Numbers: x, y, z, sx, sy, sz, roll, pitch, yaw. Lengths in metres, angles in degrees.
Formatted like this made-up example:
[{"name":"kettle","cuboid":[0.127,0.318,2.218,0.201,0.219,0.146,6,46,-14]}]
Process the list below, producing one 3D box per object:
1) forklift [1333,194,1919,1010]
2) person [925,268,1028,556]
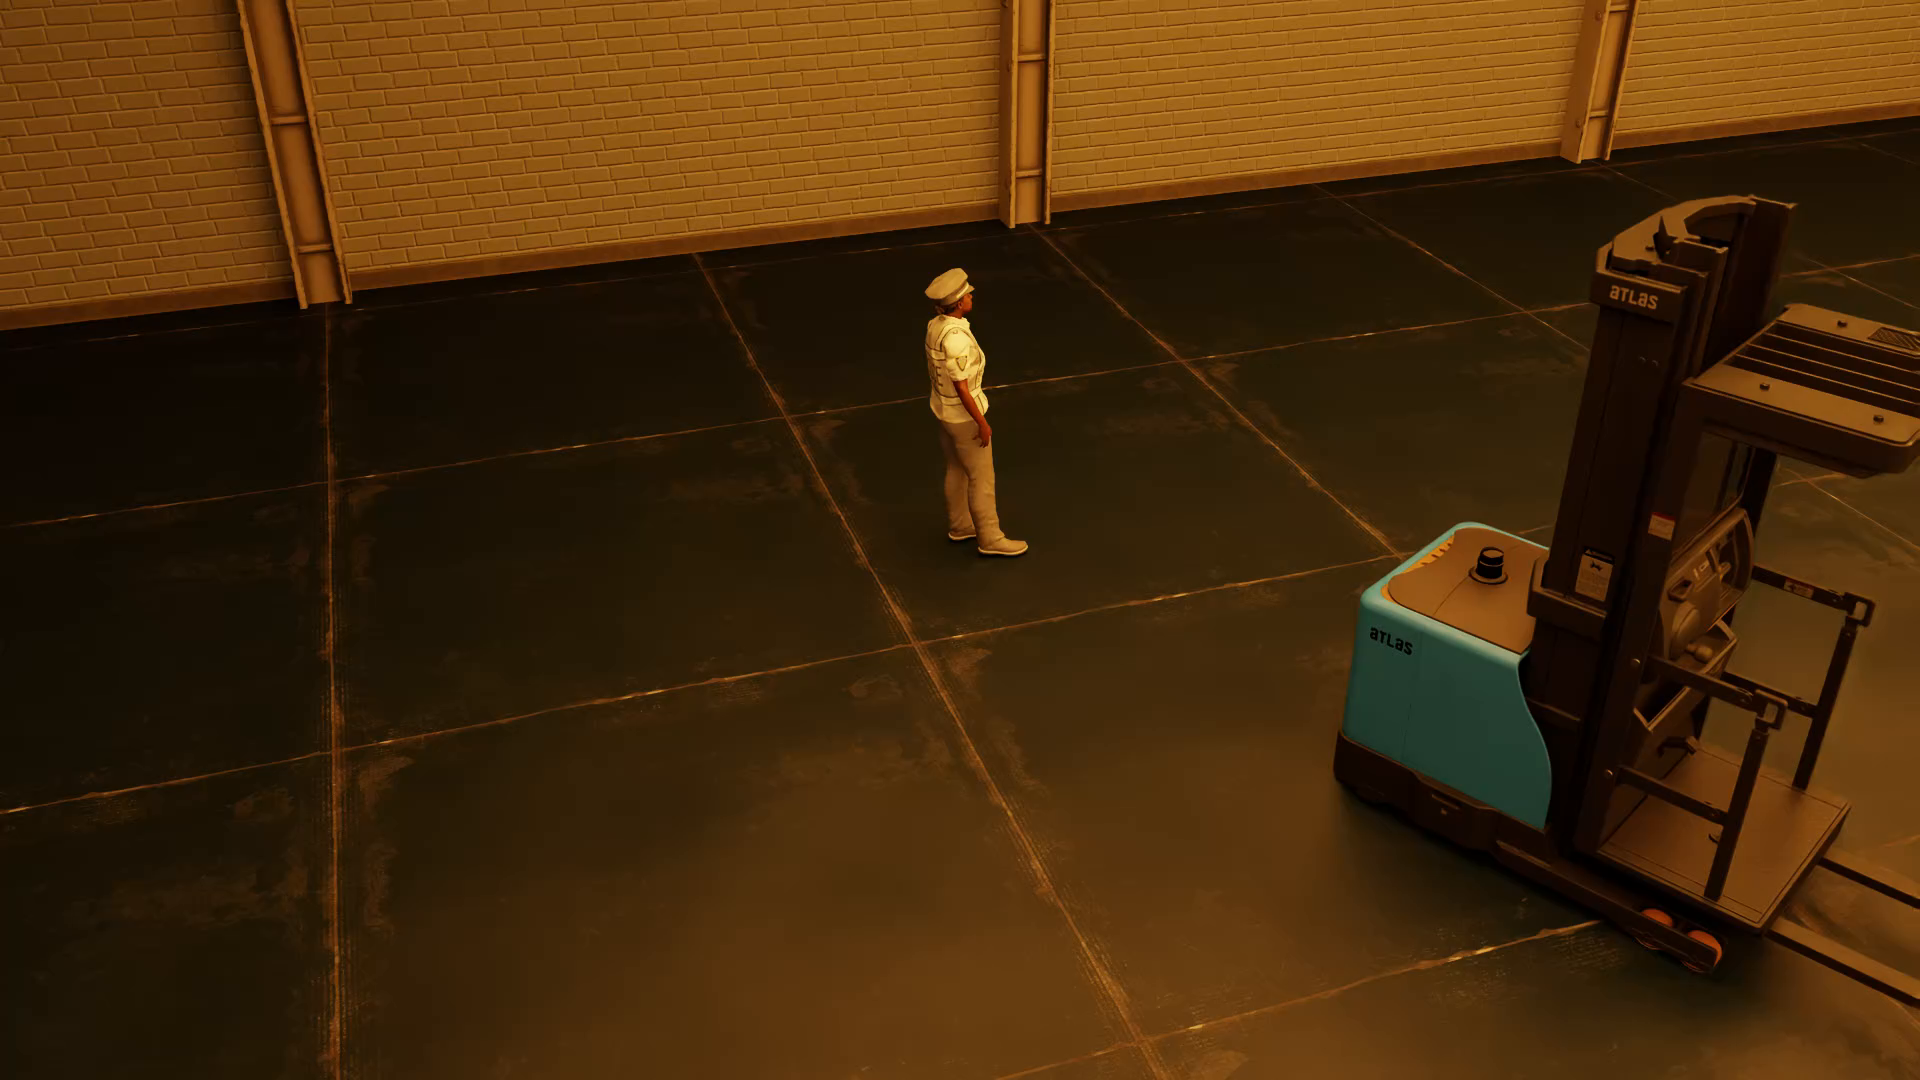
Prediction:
[{"name":"forklift","cuboid":[3.206,0.228,6.691,3.031,2.935,1.130,25,38,36]},{"name":"person","cuboid":[0.078,-0.743,9.604,0.528,1.695,0.569,-10,31,-16]}]
